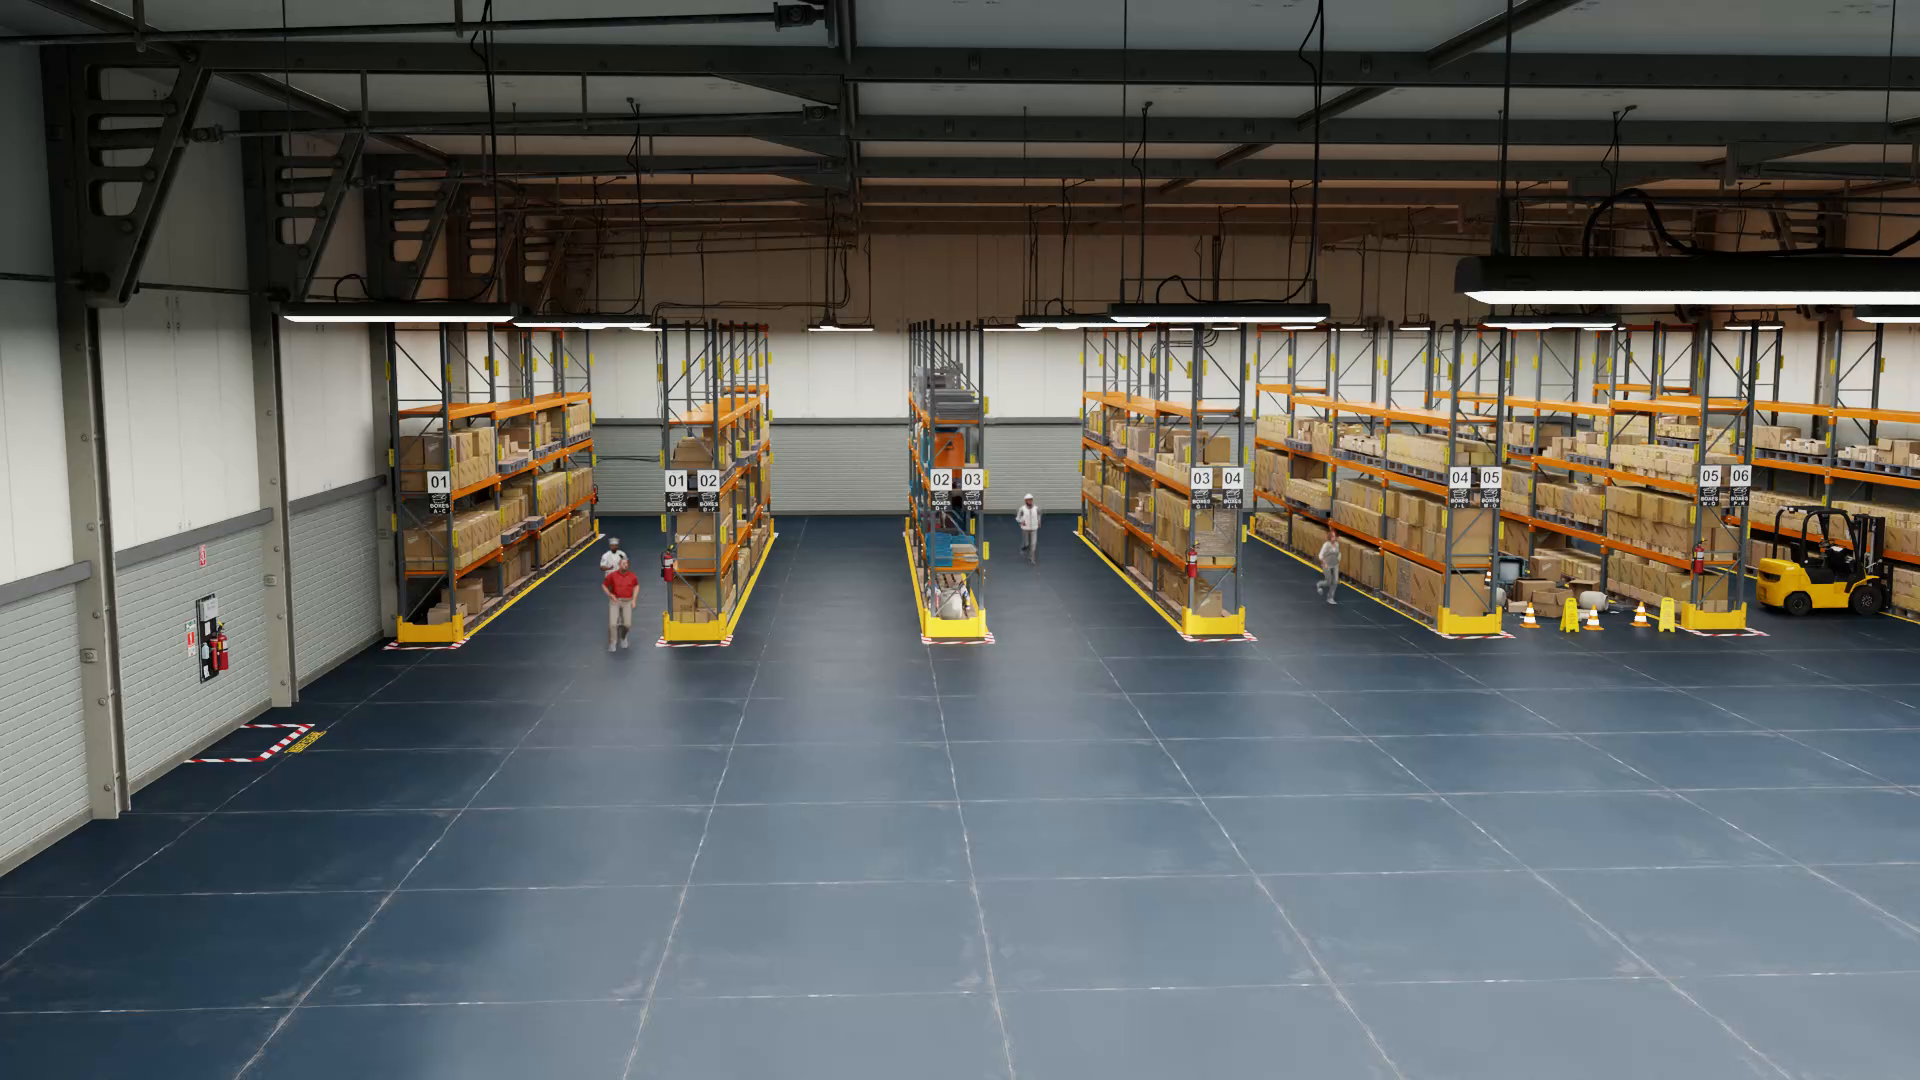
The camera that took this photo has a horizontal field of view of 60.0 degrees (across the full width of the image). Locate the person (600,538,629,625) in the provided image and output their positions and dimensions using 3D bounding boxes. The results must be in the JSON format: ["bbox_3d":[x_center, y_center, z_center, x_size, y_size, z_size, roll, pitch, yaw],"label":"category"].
[{"bbox_3d":[-6.843,0.790,33.005,0.575,1.685,0.894,-2,7,-12],"label":"person"}]

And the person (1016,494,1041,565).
[{"bbox_3d":[1.751,-0.283,41.716,0.677,1.742,0.896,-1,7,-12],"label":"person"}]

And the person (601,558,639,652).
[{"bbox_3d":[-6.175,1.171,30.305,0.684,1.668,0.534,-2,7,-16],"label":"person"}]

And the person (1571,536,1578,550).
[{"bbox_3d":[16.098,-0.548,43.776,0.699,1.738,0.631,-1,7,-12],"label":"person"}]

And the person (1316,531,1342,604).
[{"bbox_3d":[7.897,0.574,35.578,0.518,1.554,0.571,-2,7,-17],"label":"person"}]
